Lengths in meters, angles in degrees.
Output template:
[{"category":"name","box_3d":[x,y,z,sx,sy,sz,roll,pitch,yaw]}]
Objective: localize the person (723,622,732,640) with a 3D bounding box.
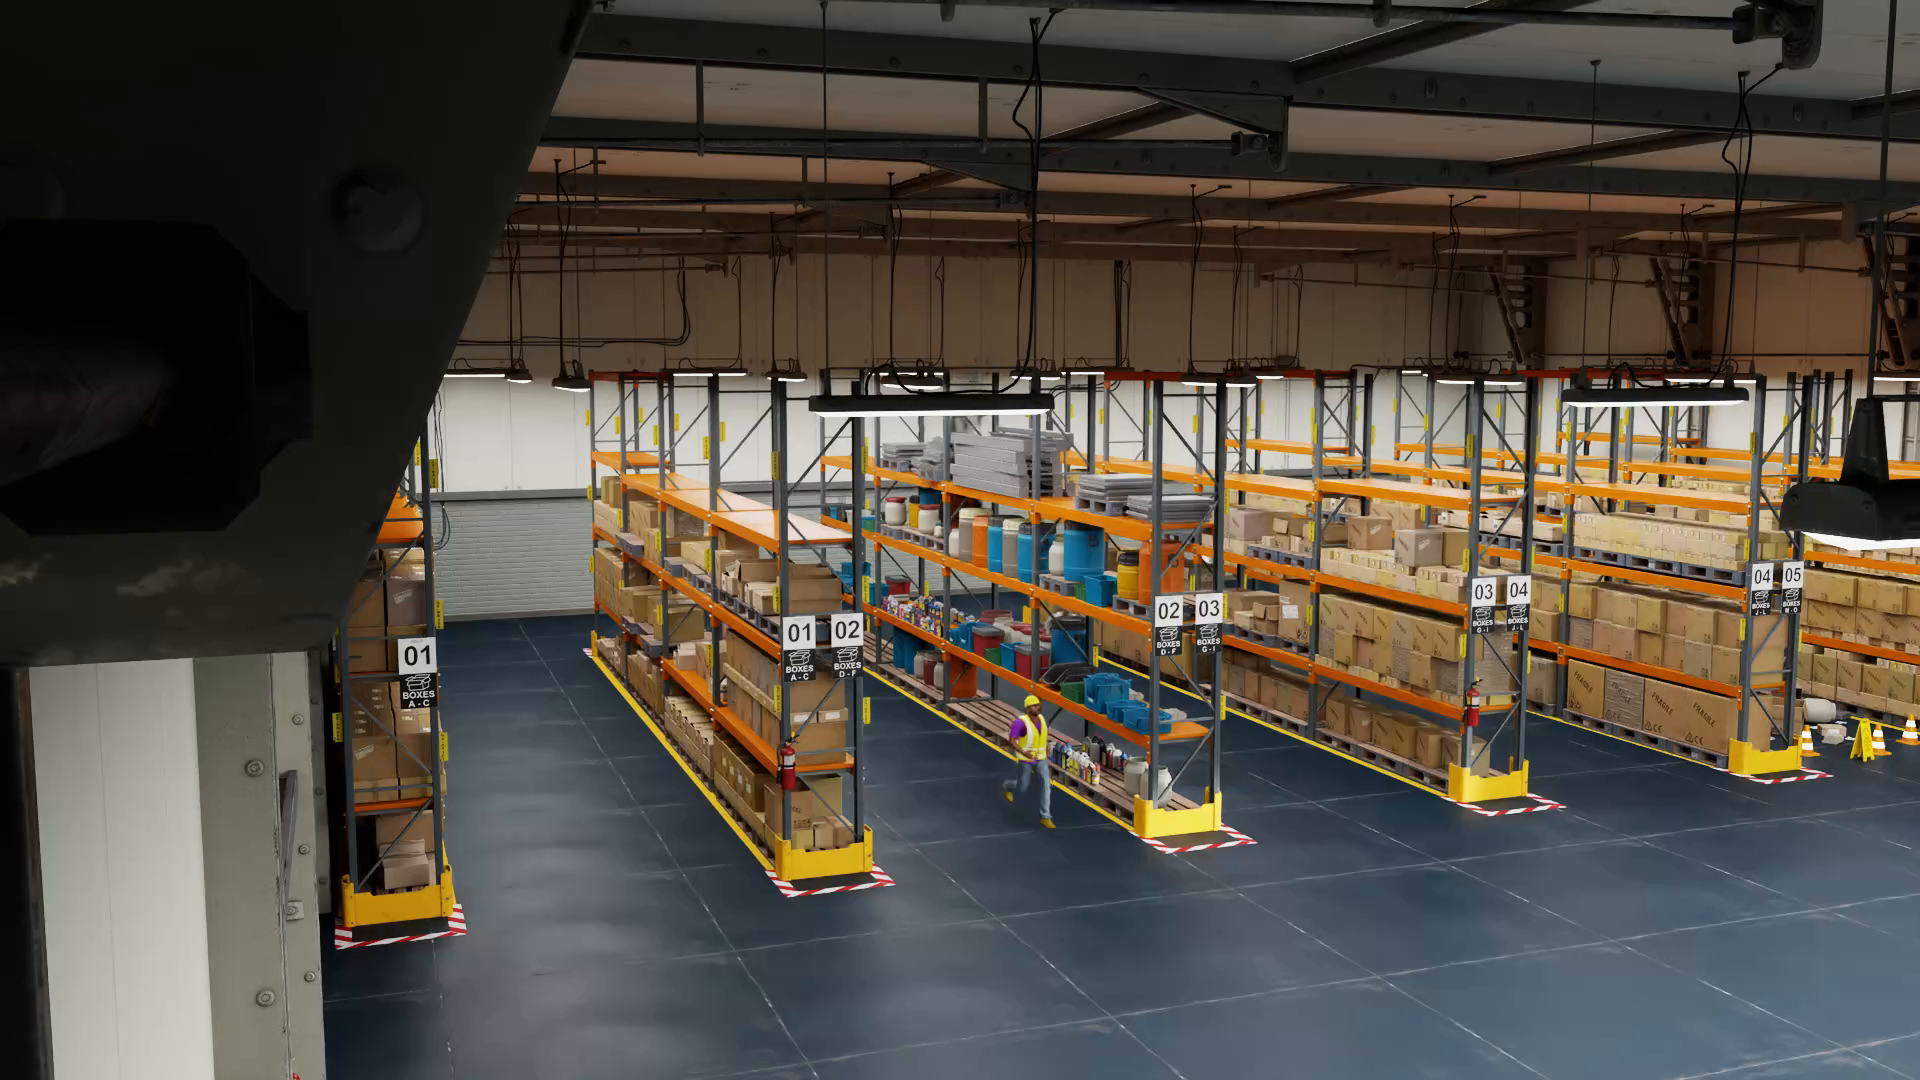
[{"category":"person","box_3d":[-4.908,1.666,34.522,0.591,1.667,0.838,-3,7,-25]}]

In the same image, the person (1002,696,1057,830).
[{"category":"person","box_3d":[0.939,2.972,22.538,0.671,1.757,1.092,-4,7,-30]}]

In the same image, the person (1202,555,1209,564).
[{"category":"person","box_3d":[6.045,0.930,41.350,0.813,1.663,0.656,-2,7,-16]}]

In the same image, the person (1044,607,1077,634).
[{"category":"person","box_3d":[1.971,1.972,31.252,0.621,1.826,0.831,-3,7,-28]}]
